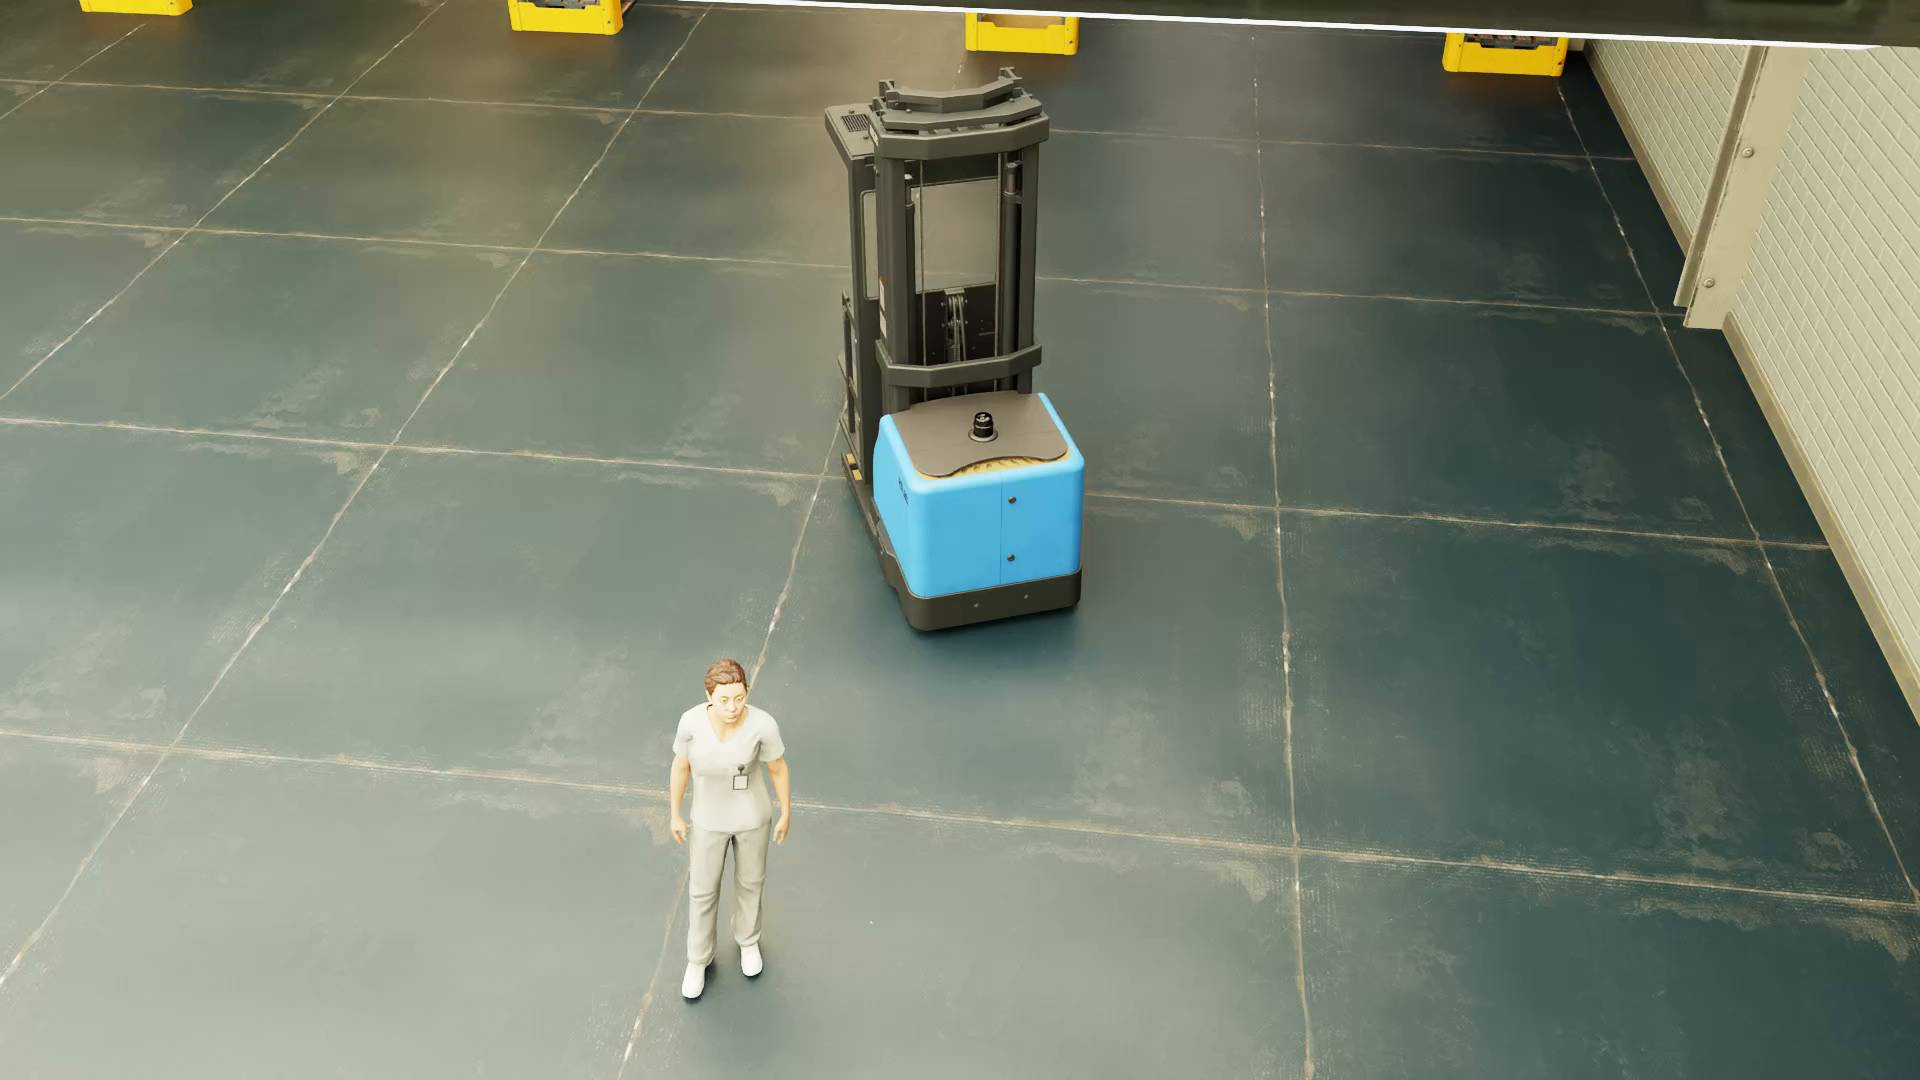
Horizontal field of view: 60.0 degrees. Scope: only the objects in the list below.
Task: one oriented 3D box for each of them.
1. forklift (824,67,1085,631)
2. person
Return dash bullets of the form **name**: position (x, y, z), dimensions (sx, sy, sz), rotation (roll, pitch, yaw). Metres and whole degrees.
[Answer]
- **forklift**: position (-0.159, -1.528, 10.103), dimensions (1.130, 2.935, 3.031), rotation (-9, 37, -12)
- **person**: position (-1.020, 1.271, 7.351), dimensions (0.549, 1.674, 0.548), rotation (-2, 36, -3)
